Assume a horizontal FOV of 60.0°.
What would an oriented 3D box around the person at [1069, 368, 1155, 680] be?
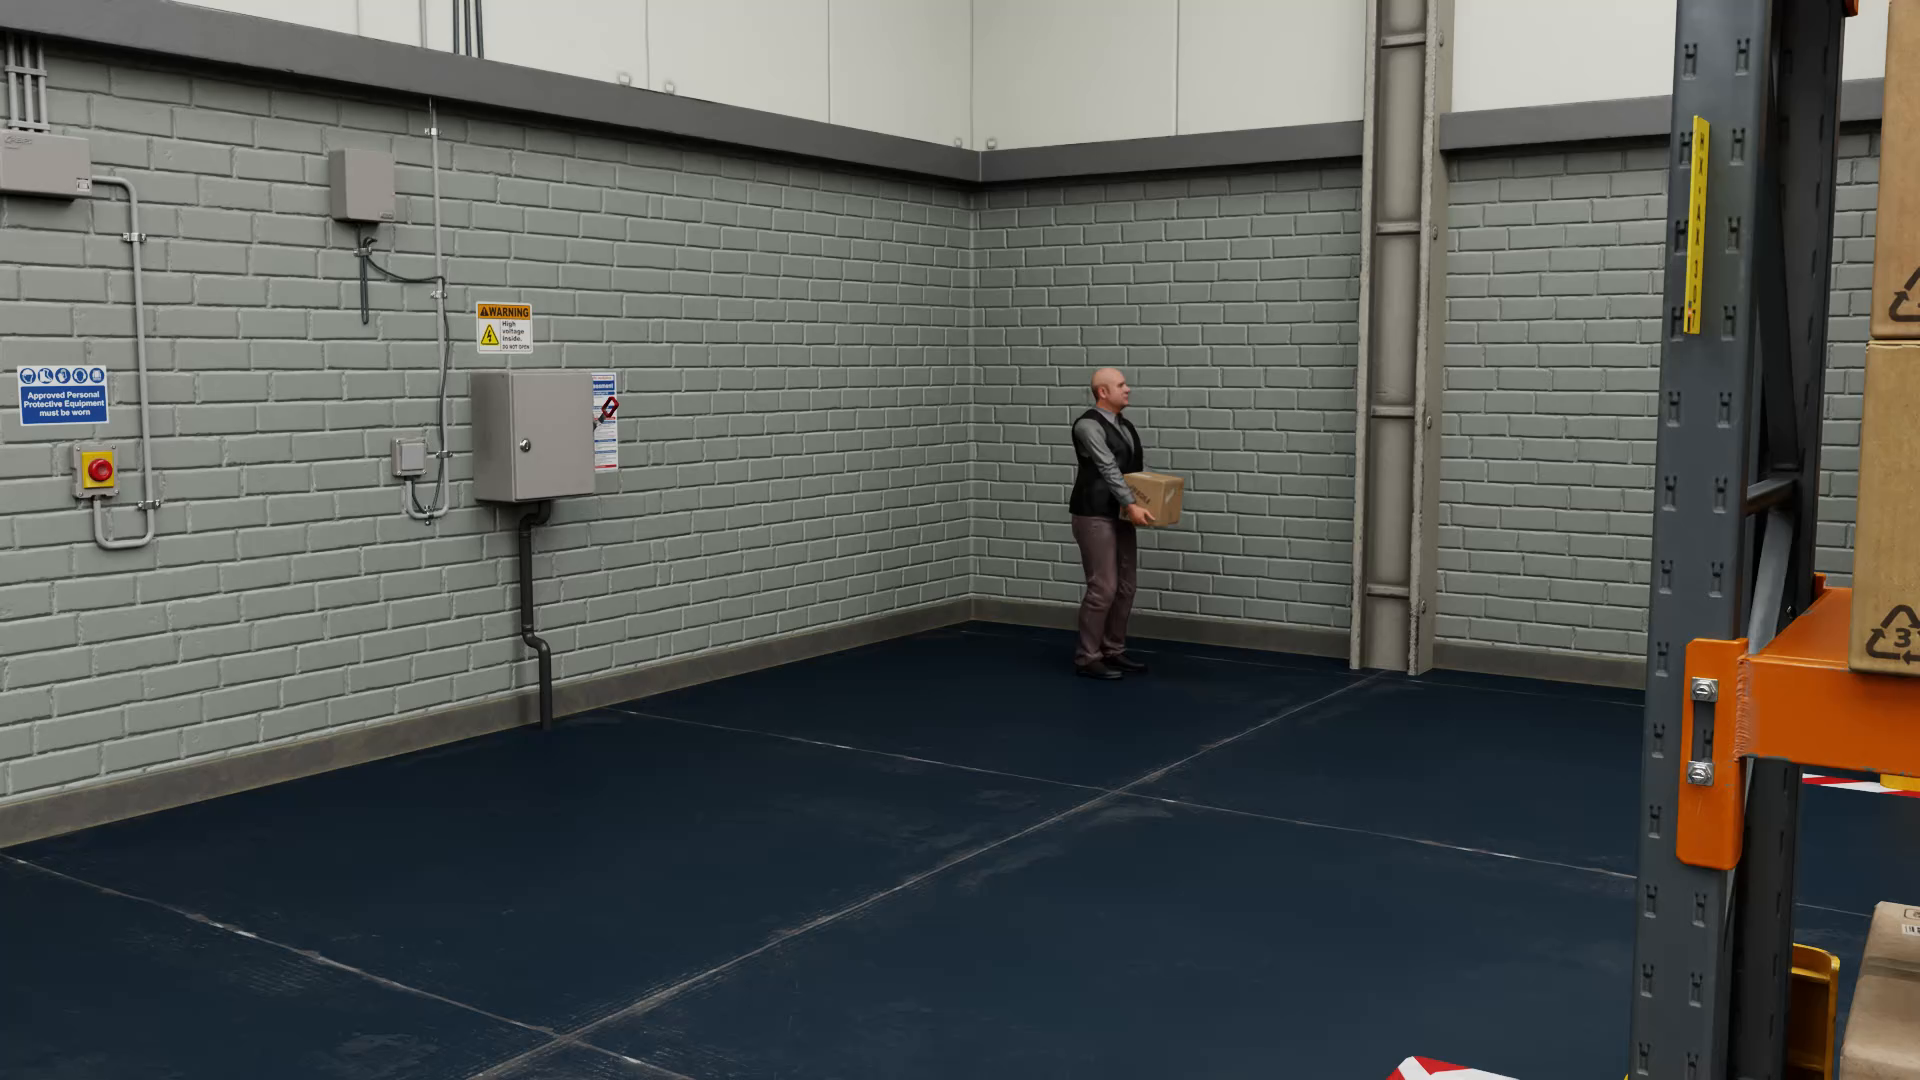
[{"bbox_3d":[0.907,-0.096,9.282,0.550,1.720,0.495,4,7,33],"label":"person"}]
